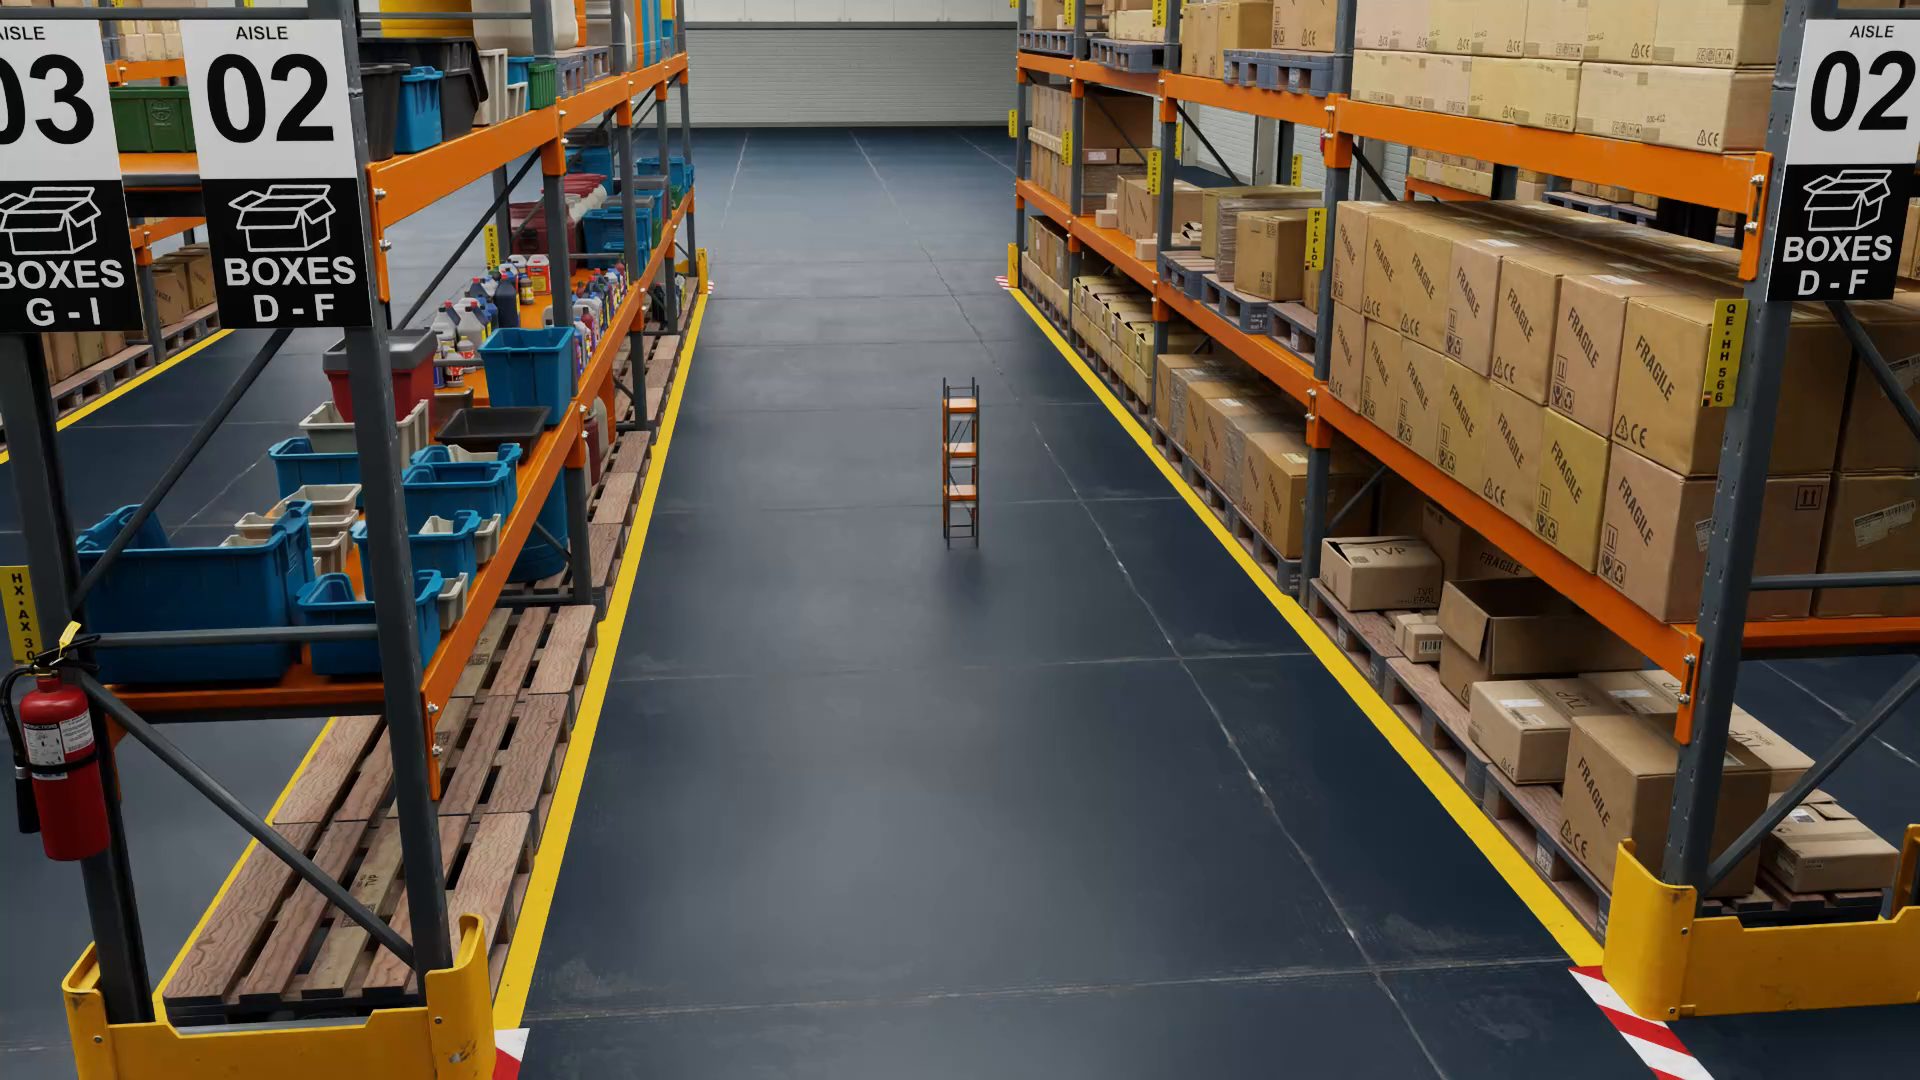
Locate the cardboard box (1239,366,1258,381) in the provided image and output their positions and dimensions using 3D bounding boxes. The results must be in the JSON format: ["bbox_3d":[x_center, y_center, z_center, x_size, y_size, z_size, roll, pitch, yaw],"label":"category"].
[{"bbox_3d":[2.354,-0.997,12.283,0.500,0.500,0.500,-1,17,-3],"label":"cardboard box"}]

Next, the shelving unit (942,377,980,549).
[{"bbox_3d":[0.005,-0.485,10.469,0.215,1.050,0.252,-2,18,-6],"label":"shelving unit"}]

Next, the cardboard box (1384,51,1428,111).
[{"bbox_3d":[2.288,-2.117,7.656,0.500,0.250,0.500,-2,18,-6],"label":"cardboard box"}]

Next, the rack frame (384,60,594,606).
[{"bbox_3d":[-2.490,-0.907,8.560,1.000,3.000,0.127,-2,18,-6],"label":"rack frame"}]

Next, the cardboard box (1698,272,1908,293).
[{"bbox_3d":[3.005,-0.688,6.025,0.500,0.500,0.500,-2,18,-5],"label":"cardboard box"}]

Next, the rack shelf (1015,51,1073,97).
[{"bbox_3d":[1.406,-5.127,18.192,1.077,0.370,4.000,-2,18,-6],"label":"rack shelf"}]

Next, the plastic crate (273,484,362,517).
[{"bbox_3d":[-2.460,-0.112,6.368,0.298,0.136,0.250,-2,18,-6],"label":"plastic crate"}]

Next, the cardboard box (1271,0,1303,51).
[{"bbox_3d":[2.318,-3.336,10.252,0.600,0.600,0.600,-2,18,-8],"label":"cardboard box"}]

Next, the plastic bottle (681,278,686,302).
[{"bbox_3d":[-3.090,-2.742,18.216,0.152,0.276,0.135,-2,18,-7],"label":"plastic bottle"}]

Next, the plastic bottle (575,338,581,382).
[{"bbox_3d":[-2.118,-1.014,9.094,0.061,0.283,0.133,-2,18,-6],"label":"plastic bottle"}]

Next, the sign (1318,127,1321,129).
[{"bbox_3d":[6.268,-7.317,28.916,0.001,0.329,0.234,-2,18,-6],"label":"sign"}]

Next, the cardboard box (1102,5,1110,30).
[{"bbox_3d":[1.766,-5.418,17.132,0.500,0.311,0.500,-3,18,-9],"label":"cardboard box"}]

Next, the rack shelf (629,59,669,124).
[{"bbox_3d":[-3.109,-3.783,13.912,1.077,0.370,4.000,-2,18,-6],"label":"rack shelf"}]

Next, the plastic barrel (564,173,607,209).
[{"bbox_3d":[-3.435,-3.064,15.202,0.433,0.535,0.433,0,17,0],"label":"plastic barrel"}]

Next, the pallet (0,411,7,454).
[{"bbox_3d":[-7.909,-0.849,13.028,1.003,0.211,1.213,-2,18,-6],"label":"pallet"}]

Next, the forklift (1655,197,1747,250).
[{"bbox_3d":[5.209,-1.489,10.528,3.031,2.935,1.130,-5,18,-15],"label":"forklift"}]

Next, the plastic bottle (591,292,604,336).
[{"bbox_3d":[-2.273,-1.405,10.359,0.097,0.271,0.097,0,17,0],"label":"plastic bottle"}]

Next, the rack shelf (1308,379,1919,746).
[{"bbox_3d":[2.643,-0.120,7.253,1.077,0.370,4.000,-2,18,-6],"label":"rack shelf"}]

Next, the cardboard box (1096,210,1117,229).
[{"bbox_3d":[1.500,-3.053,15.812,0.380,0.149,0.250,-2,18,-6],"label":"cardboard box"}]

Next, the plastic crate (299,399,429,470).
[{"bbox_3d":[-2.516,-0.419,7.101,0.437,0.282,0.530,-2,18,-6],"label":"plastic crate"}]

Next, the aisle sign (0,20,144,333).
[{"bbox_3d":[-2.362,-0.925,4.277,0.394,0.787,0.004,-2,18,-6],"label":"aisle sign"}]

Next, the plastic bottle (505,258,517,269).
[{"bbox_3d":[-3.195,-1.863,11.820,0.097,0.271,0.097,0,17,0],"label":"plastic bottle"}]

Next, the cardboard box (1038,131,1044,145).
[{"bbox_3d":[1.104,-4.640,19.199,0.380,0.149,0.250,-2,18,-6],"label":"cardboard box"}]

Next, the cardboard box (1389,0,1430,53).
[{"bbox_3d":[2.293,-2.356,7.581,0.500,0.250,0.500,-2,18,-6],"label":"cardboard box"}]

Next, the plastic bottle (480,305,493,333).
[{"bbox_3d":[-2.834,-1.262,9.904,0.097,0.271,0.097,0,17,0],"label":"plastic bottle"}]

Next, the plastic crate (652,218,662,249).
[{"bbox_3d":[-2.855,-2.680,14.558,0.450,0.188,0.662,-2,18,-6],"label":"plastic crate"}]

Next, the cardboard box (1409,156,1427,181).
[{"bbox_3d":[5.861,-4.571,20.448,0.500,0.250,0.500,-2,18,-7],"label":"cardboard box"}]

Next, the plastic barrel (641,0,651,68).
[{"bbox_3d":[-2.912,-4.427,13.924,0.600,0.901,0.708,-2,18,-6],"label":"plastic barrel"}]

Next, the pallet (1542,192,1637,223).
[{"bbox_3d":[6.473,-3.273,16.415,1.003,0.211,1.213,-2,18,-6],"label":"pallet"}]

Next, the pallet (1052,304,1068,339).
[{"bbox_3d":[1.571,-2.351,17.812,1.003,0.211,1.213,-2,18,-6],"label":"pallet"}]

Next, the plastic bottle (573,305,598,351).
[{"bbox_3d":[-2.255,-1.274,9.934,0.152,0.276,0.135,-2,18,-6],"label":"plastic bottle"}]

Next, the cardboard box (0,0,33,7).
[{"bbox_3d":[-8.194,-4.395,13.787,0.797,0.503,0.637,-1,17,-3],"label":"cardboard box"}]

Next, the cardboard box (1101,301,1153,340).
[{"bbox_3d":[1.567,-2.010,15.025,0.500,0.311,0.500,-1,17,-4],"label":"cardboard box"}]

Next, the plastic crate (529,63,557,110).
[{"bbox_3d":[-2.146,-2.121,7.770,0.450,0.188,0.662,-2,18,-6],"label":"plastic crate"}]

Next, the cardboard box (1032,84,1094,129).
[{"bbox_3d":[1.240,-5.146,19.728,0.700,0.500,0.500,-2,18,-5],"label":"cardboard box"}]

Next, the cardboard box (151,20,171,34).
[{"bbox_3d":[-8.080,-5.106,16.512,0.380,0.149,0.250,-2,18,-7],"label":"cardboard box"}]

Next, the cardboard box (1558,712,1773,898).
[{"bbox_3d":[2.548,0.961,6.048,0.500,0.500,0.500,-2,18,-6],"label":"cardboard box"}]

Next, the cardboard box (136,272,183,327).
[{"bbox_3d":[-8.310,-2.436,16.902,0.500,0.500,0.500,4,18,12],"label":"cardboard box"}]

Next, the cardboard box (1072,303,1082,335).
[{"bbox_3d":[1.407,-2.203,16.577,0.500,0.250,0.500,-2,18,-7],"label":"cardboard box"}]

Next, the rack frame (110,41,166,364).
[{"bbox_3d":[-8.242,-3.138,15.664,1.000,3.000,0.127,-2,18,-6],"label":"rack frame"}]

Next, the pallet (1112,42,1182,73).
[{"bbox_3d":[1.865,-3.791,13.054,1.213,0.211,1.003,-1,17,-3],"label":"pallet"}]

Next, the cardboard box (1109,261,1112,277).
[{"bbox_3d":[1.816,-2.986,17.817,0.500,0.500,0.500,-2,18,-6],"label":"cardboard box"}]

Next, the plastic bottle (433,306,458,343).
[{"bbox_3d":[-2.911,-1.148,9.407,0.144,0.351,0.185,-2,18,-6],"label":"plastic bottle"}]

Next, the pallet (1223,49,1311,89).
[{"bbox_3d":[2.329,-2.906,10.232,1.213,0.211,1.003,-2,18,-6],"label":"pallet"}]

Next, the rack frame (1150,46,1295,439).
[{"bbox_3d":[2.024,-2.251,12.839,1.000,3.000,0.127,-2,18,-6],"label":"rack frame"}]

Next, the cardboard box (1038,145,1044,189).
[{"bbox_3d":[1.294,-4.386,19.474,0.700,0.500,0.500,-1,17,-4],"label":"cardboard box"}]

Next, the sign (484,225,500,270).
[{"bbox_3d":[-3.449,-2.158,12.270,0.100,0.325,0.005,-2,18,-6],"label":"sign"}]

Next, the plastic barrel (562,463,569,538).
[{"bbox_3d":[-2.603,-0.480,10.001,0.600,0.901,0.708,-2,18,-6],"label":"plastic barrel"}]

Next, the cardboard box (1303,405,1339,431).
[{"bbox_3d":[2.526,-0.884,10.672,0.500,0.250,0.500,-2,18,-6],"label":"cardboard box"}]

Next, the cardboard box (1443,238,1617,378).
[{"bbox_3d":[2.366,-0.974,6.936,0.500,0.500,0.500,-1,17,-4],"label":"cardboard box"}]

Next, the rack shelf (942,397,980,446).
[{"bbox_3d":[0.005,-0.746,10.387,0.215,0.259,0.240,-2,18,-6],"label":"rack shelf"}]

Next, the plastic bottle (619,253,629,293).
[{"bbox_3d":[-2.437,-1.936,12.031,0.061,0.283,0.133,-2,18,-6],"label":"plastic bottle"}]

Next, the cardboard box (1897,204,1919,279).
[{"bbox_3d":[6.842,-2.148,11.813,0.500,0.500,0.500,-2,18,-6],"label":"cardboard box"}]
